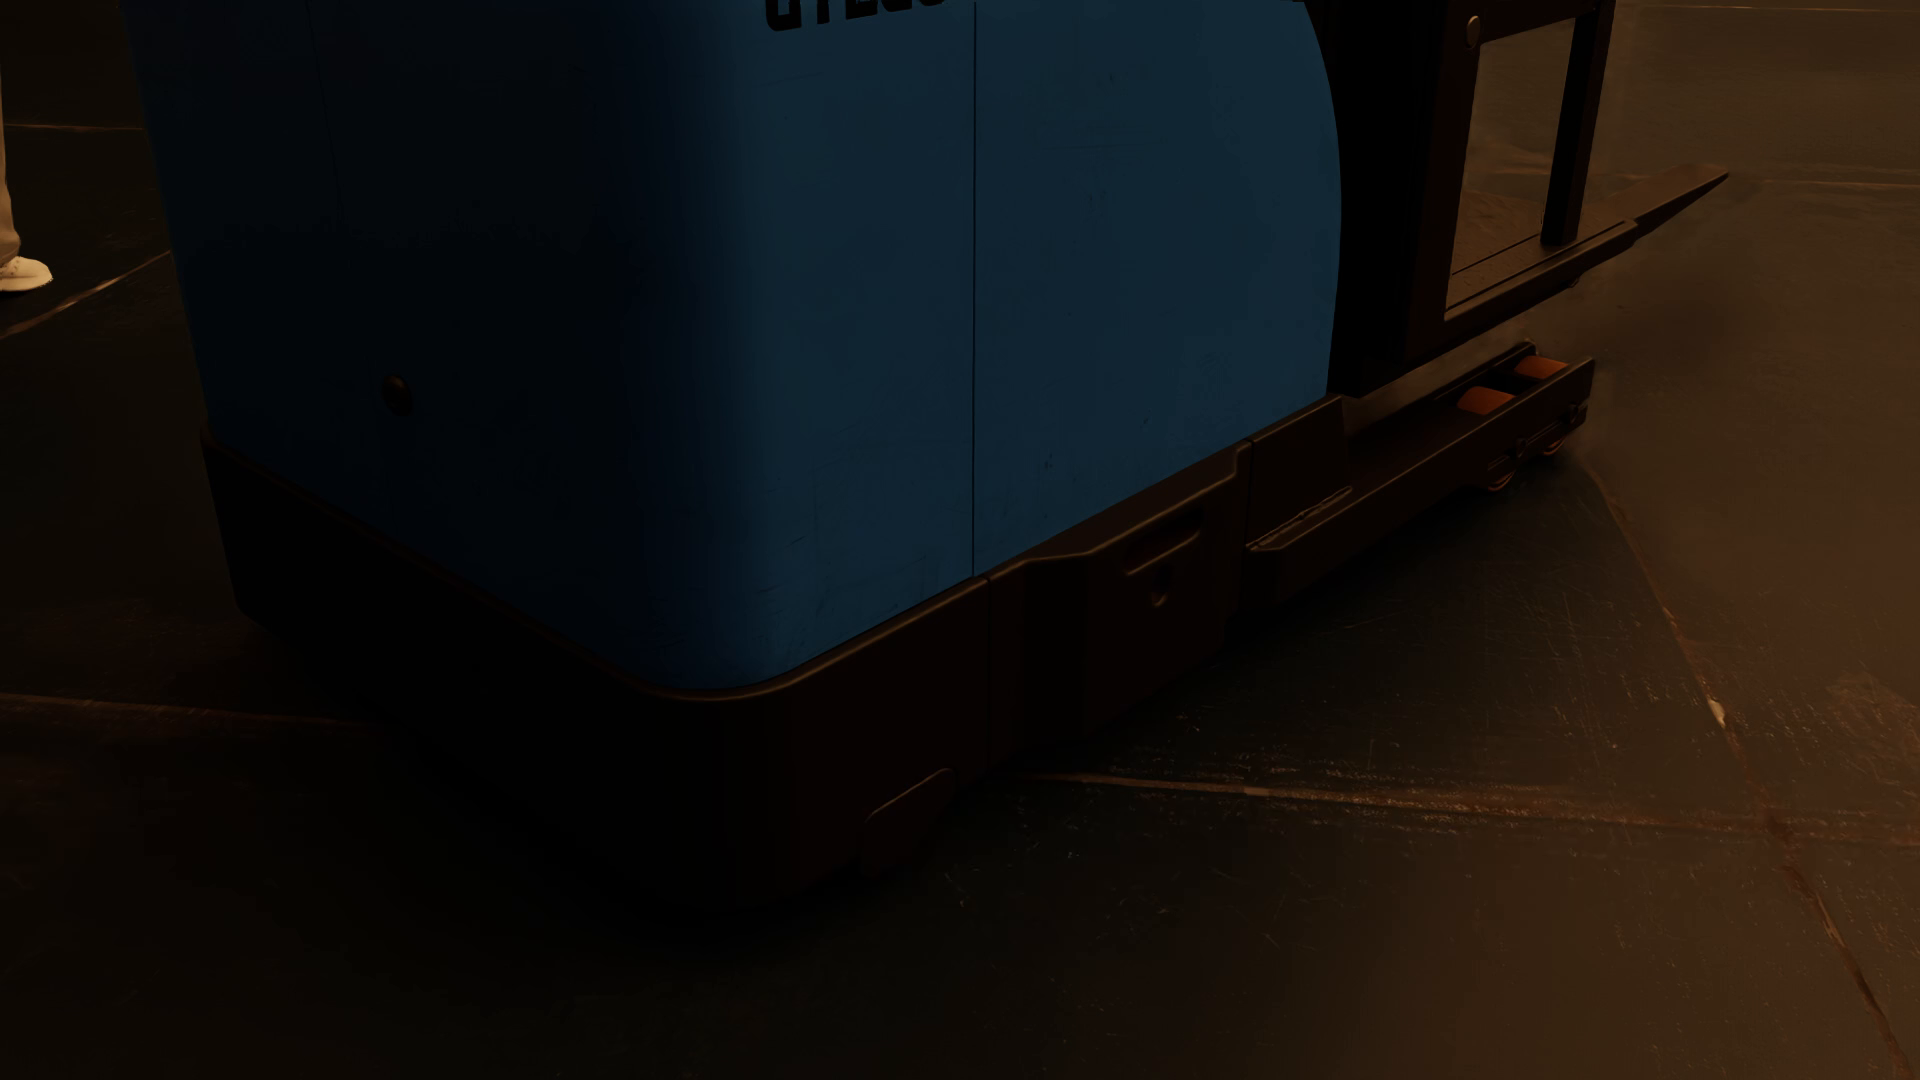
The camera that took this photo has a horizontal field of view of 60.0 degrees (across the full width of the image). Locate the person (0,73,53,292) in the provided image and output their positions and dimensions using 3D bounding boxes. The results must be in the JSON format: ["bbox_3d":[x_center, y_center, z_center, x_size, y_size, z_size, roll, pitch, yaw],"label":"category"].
[{"bbox_3d":[-2.002,-1.121,3.210,0.698,1.397,1.011,4,27,9],"label":"person"}]

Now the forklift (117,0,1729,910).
[{"bbox_3d":[0.407,-1.524,2.272,1.130,2.935,3.031,22,34,37],"label":"forklift"}]
